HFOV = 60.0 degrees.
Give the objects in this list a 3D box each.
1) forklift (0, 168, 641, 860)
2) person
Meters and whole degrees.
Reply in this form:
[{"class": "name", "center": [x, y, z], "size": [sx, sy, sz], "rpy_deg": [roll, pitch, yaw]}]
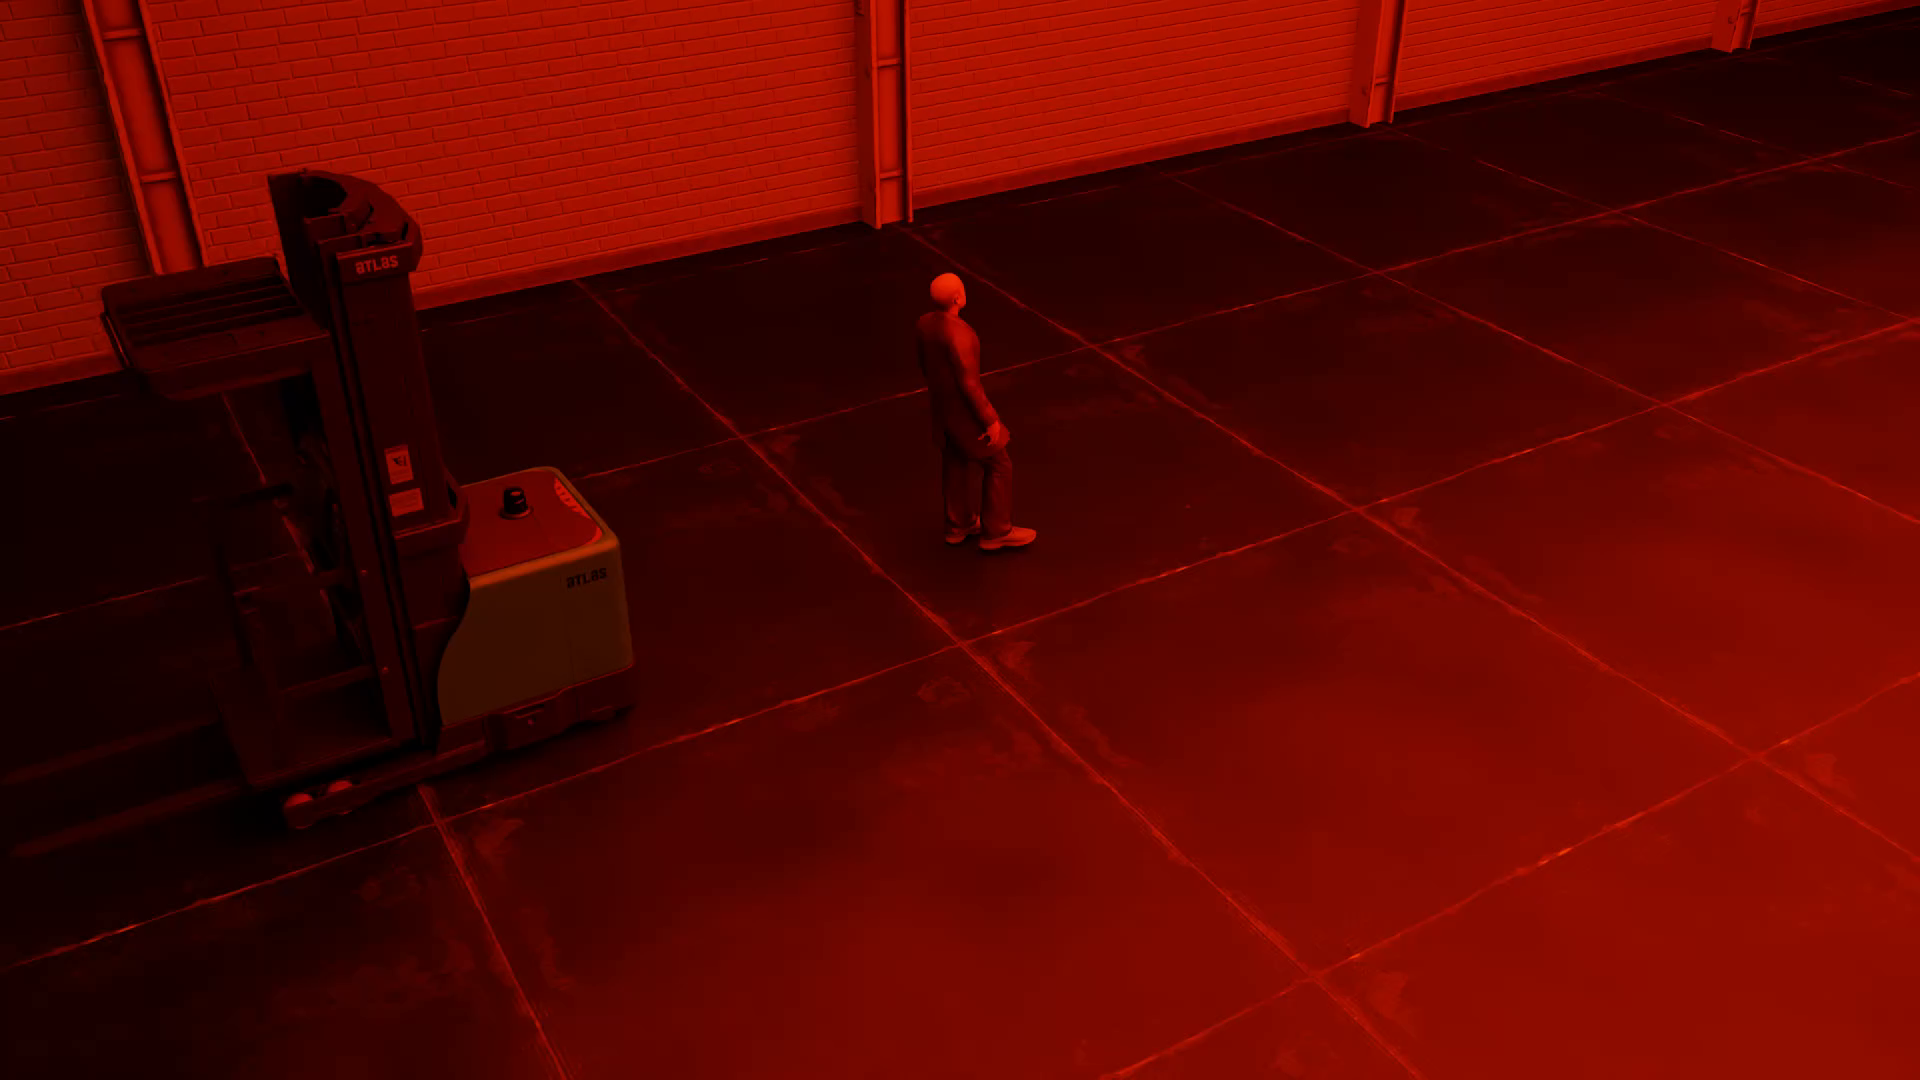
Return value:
[{"class": "forklift", "center": [-3.245, -0.156, 7.907], "size": [3.031, 2.935, 1.130], "rpy_deg": [-18, 35, -27]}, {"class": "person", "center": [0.081, -0.791, 10.076], "size": [0.583, 1.775, 0.696], "rpy_deg": [-17, 35, -26]}]
